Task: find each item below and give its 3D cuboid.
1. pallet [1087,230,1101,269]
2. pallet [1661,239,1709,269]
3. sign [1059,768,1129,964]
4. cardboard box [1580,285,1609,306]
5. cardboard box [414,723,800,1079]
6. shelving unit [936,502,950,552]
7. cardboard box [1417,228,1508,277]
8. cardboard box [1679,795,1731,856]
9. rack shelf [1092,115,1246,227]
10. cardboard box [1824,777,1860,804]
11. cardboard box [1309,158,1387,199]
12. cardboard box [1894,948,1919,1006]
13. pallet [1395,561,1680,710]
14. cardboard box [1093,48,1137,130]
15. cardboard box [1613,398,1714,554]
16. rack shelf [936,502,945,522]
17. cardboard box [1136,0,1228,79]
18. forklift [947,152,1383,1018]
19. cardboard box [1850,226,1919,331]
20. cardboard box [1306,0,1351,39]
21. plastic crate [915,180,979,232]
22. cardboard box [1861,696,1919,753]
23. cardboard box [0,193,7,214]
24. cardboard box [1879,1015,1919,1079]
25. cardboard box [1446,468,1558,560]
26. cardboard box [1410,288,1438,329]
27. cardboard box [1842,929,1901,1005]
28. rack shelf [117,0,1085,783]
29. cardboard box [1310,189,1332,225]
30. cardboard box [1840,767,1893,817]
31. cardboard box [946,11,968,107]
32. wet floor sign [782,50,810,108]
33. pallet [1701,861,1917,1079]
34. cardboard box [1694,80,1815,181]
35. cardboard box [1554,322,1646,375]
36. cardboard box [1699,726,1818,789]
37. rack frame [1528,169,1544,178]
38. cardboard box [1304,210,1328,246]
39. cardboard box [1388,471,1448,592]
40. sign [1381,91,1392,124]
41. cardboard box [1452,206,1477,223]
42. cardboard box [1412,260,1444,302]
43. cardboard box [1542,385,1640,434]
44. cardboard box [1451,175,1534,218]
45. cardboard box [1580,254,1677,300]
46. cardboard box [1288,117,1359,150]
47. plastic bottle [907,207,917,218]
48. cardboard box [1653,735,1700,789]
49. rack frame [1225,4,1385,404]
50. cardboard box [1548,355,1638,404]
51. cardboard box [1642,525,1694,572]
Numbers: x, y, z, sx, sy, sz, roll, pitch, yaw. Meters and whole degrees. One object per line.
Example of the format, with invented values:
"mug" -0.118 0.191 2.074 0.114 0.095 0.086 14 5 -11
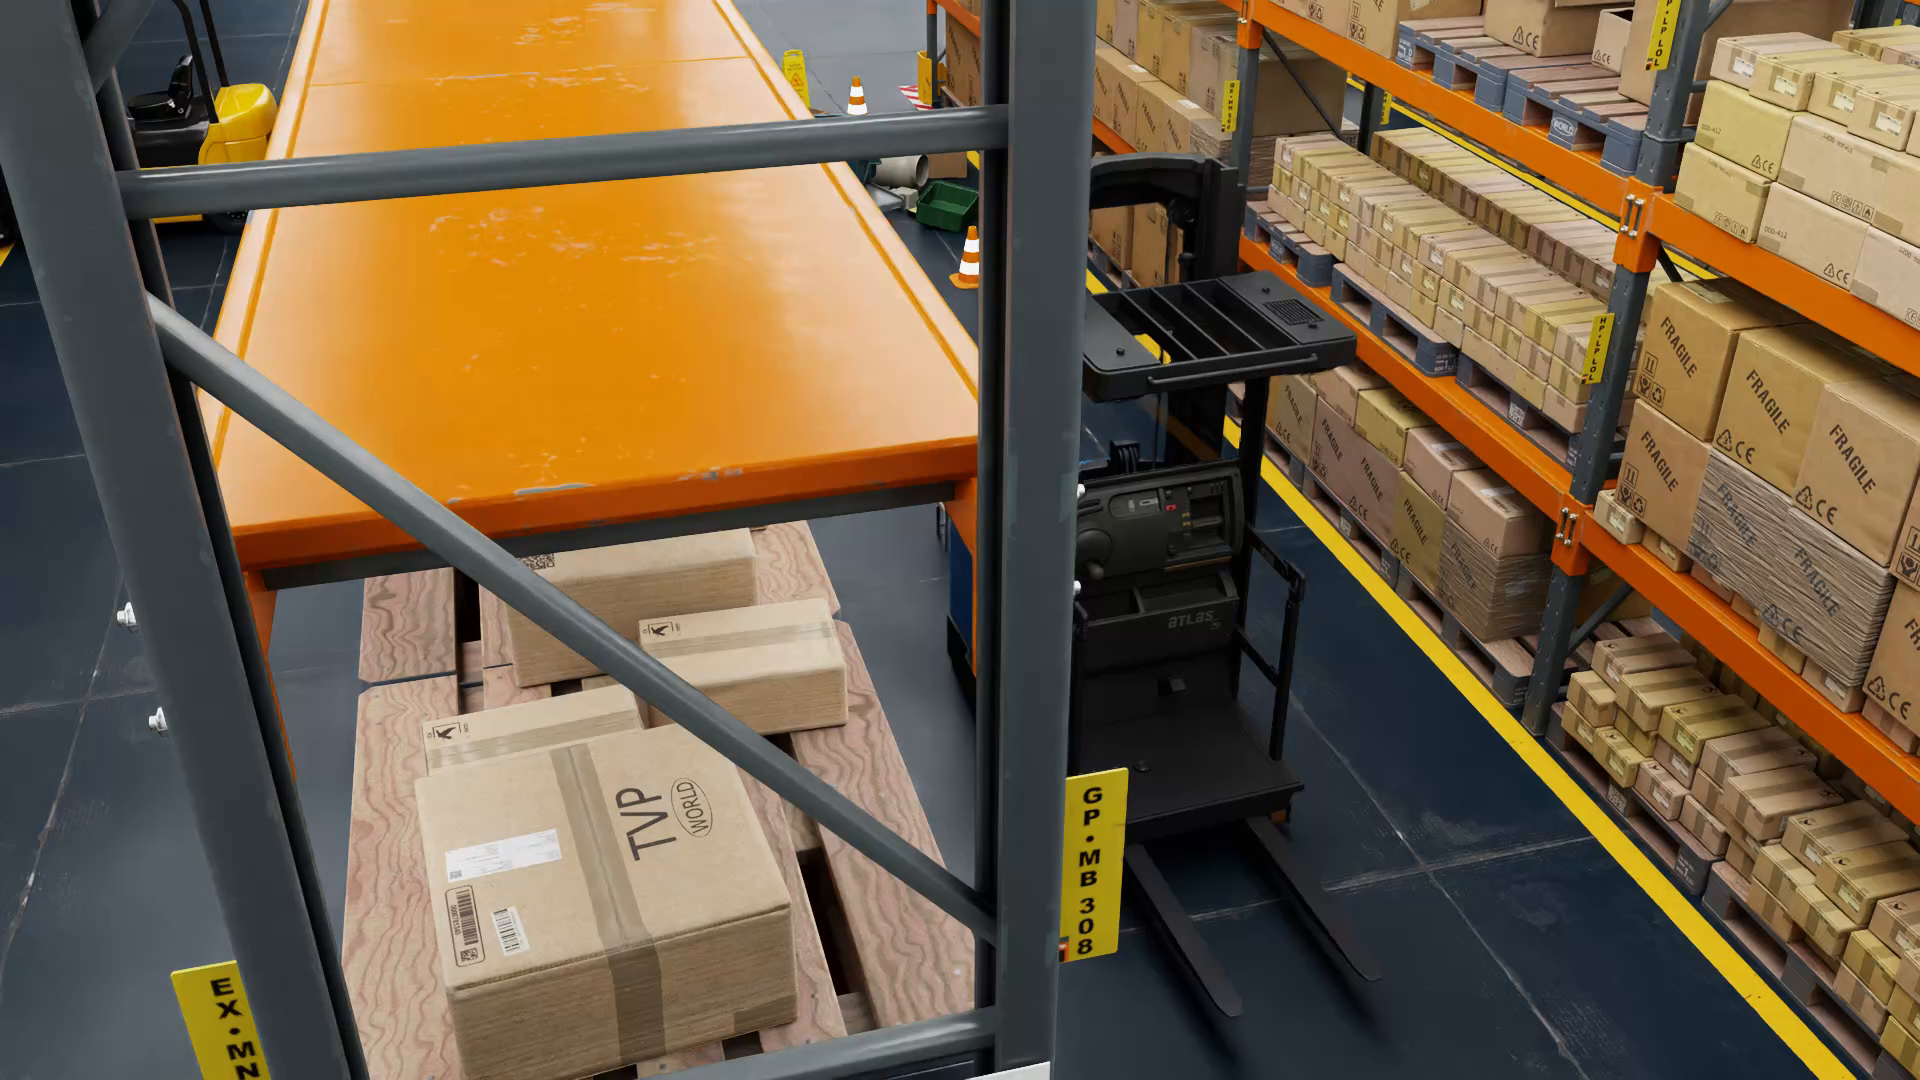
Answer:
"pallet" 1.475 -2.703 14.440 1.003 0.211 1.213 -8 31 -13
"pallet" 6.542 -2.710 14.453 1.003 0.211 1.213 -8 31 -13
"sign" 0.174 0.449 2.266 0.100 0.325 0.005 -8 31 -13
"cardboard box" 3.451 -1.237 8.658 0.380 0.149 0.250 -9 31 -15
"cardboard box" -0.569 0.567 2.644 0.500 0.250 0.500 -11 32 -18
"shelving unit" 0.002 -0.386 9.749 0.258 0.900 0.210 -8 31 -13
"cardboard box" 2.681 -1.537 8.879 0.380 0.149 0.250 -9 31 -16
"cardboard box" 3.410 1.220 7.306 0.380 0.149 0.250 -8 31 -14
"rack shelf" 1.729 -2.995 12.880 1.077 0.370 4.000 -8 31 -13
"cardboard box" 3.942 1.135 7.155 0.380 0.149 0.250 -7 31 -12
"cardboard box" 2.330 -2.174 9.980 0.380 0.149 0.250 -8 31 -14
"cardboard box" 3.663 1.603 6.050 0.380 0.149 0.250 -7 31 -11
"pallet" 3.113 0.422 9.041 1.003 0.211 1.213 -8 31 -13
"cardboard box" 1.343 -3.540 13.004 0.500 0.500 0.500 -8 31 -14
"cardboard box" 3.210 -0.308 7.122 0.500 0.500 0.500 -8 31 -14
"rack shelf" 0.002 -0.201 9.856 0.258 0.077 0.200 -8 31 -13
"cardboard box" 1.740 -3.773 12.408 0.700 0.500 0.500 -8 31 -14
"forklift" 0.877 -0.017 7.084 1.130 2.935 3.031 -9 31 -16
"cardboard box" 3.451 -0.888 5.677 0.500 0.250 0.500 -7 31 -11
"cardboard box" 2.294 -3.130 9.301 0.500 0.500 0.500 -8 31 -13
"plastic crate" -0.111 -2.990 14.902 0.450 0.188 0.662 16 32 7
"cardboard box" 3.593 0.633 6.143 0.380 0.149 0.250 -7 31 -11
"cardboard box" -8.558 -2.910 14.340 0.500 0.250 0.500 -7 31 -12
"cardboard box" 3.683 1.867 6.188 0.380 0.149 0.250 -9 31 -15
"cardboard box" 2.880 -0.159 8.589 0.500 0.250 0.500 -9 31 -15
"cardboard box" 2.676 -1.276 9.023 0.380 0.149 0.250 -7 31 -11
"cardboard box" 3.628 1.604 6.345 0.380 0.149 0.250 -6 31 -11
"rack shelf" -0.893 -0.848 3.580 1.077 0.370 4.000 -8 31 -13
"cardboard box" 2.342 -2.023 10.016 0.380 0.149 0.250 -9 31 -15
"cardboard box" 4.000 1.015 7.066 0.380 0.149 0.250 -9 31 -16
"cardboard box" 0.380 -5.148 17.582 0.875 0.875 0.875 -8 31 -13
"wet floor sign" -1.780 -4.936 17.865 0.267 0.644 0.232 -13 33 -22
"pallet" 3.861 1.708 6.819 1.003 0.211 1.213 -8 31 -13
"cardboard box" 3.218 -1.594 6.397 0.500 0.250 0.500 -7 31 -12
"cardboard box" 3.027 -0.907 7.791 0.380 0.149 0.250 -6 31 -11
"cardboard box" 3.435 0.959 7.162 0.380 0.149 0.250 -9 31 -15
"rack frame" 6.007 -4.883 15.423 1.000 3.000 0.127 -8 31 -13
"cardboard box" 2.327 -1.911 10.119 0.380 0.149 0.250 -6 31 -11
"cardboard box" 2.746 -0.080 9.202 0.500 0.500 0.500 -9 31 -14
"sign" 2.780 -2.884 10.893 0.100 0.325 0.005 -8 31 -13
"cardboard box" 3.104 -1.867 9.748 0.380 0.149 0.250 -8 31 -14
"cardboard box" 2.672 -1.412 8.962 0.380 0.149 0.250 -8 31 -13
"cardboard box" 3.025 -0.647 7.936 0.380 0.149 0.250 -9 31 -14
"cardboard box" 3.099 -2.001 9.682 0.380 0.149 0.250 -8 31 -13
"cardboard box" 3.451 -1.369 8.590 0.380 0.149 0.250 -8 31 -14
"cardboard box" 2.401 -2.637 11.442 0.500 0.500 0.500 -8 31 -13
"plastic bottle" -0.330 -2.933 14.988 0.283 0.061 0.133 26 39 37
"cardboard box" 3.362 0.956 7.466 0.380 0.149 0.250 -8 31 -14
"rack frame" 2.260 -2.341 11.030 1.000 3.000 0.127 -8 31 -13
"cardboard box" 3.025 -0.776 7.863 0.380 0.149 0.250 -7 31 -12
"cardboard box" 3.221 -0.005 7.246 0.380 0.149 0.250 -7 31 -12
